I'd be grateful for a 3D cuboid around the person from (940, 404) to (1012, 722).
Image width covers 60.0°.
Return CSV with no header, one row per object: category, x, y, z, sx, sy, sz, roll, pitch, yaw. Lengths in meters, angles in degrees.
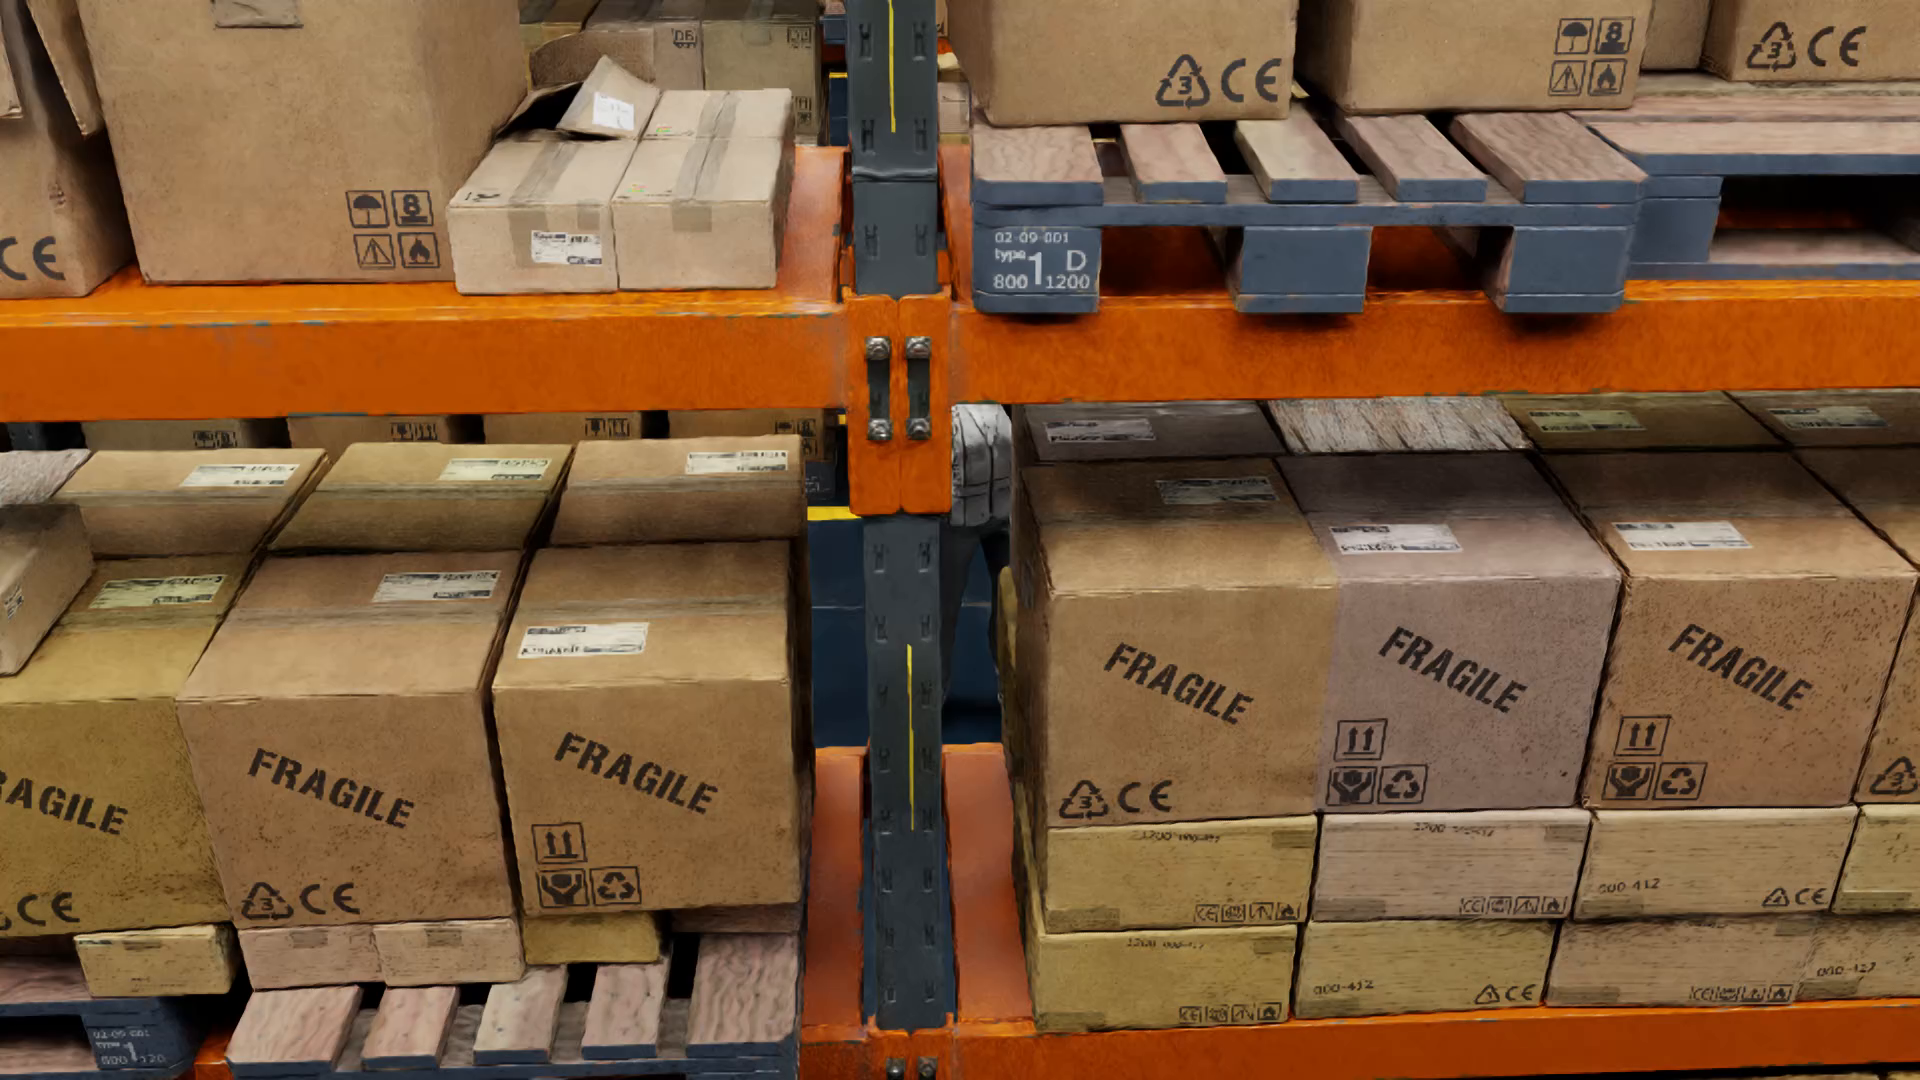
person,0.075,-0.052,6.148,0.541,1.683,0.431,-11,30,-20
